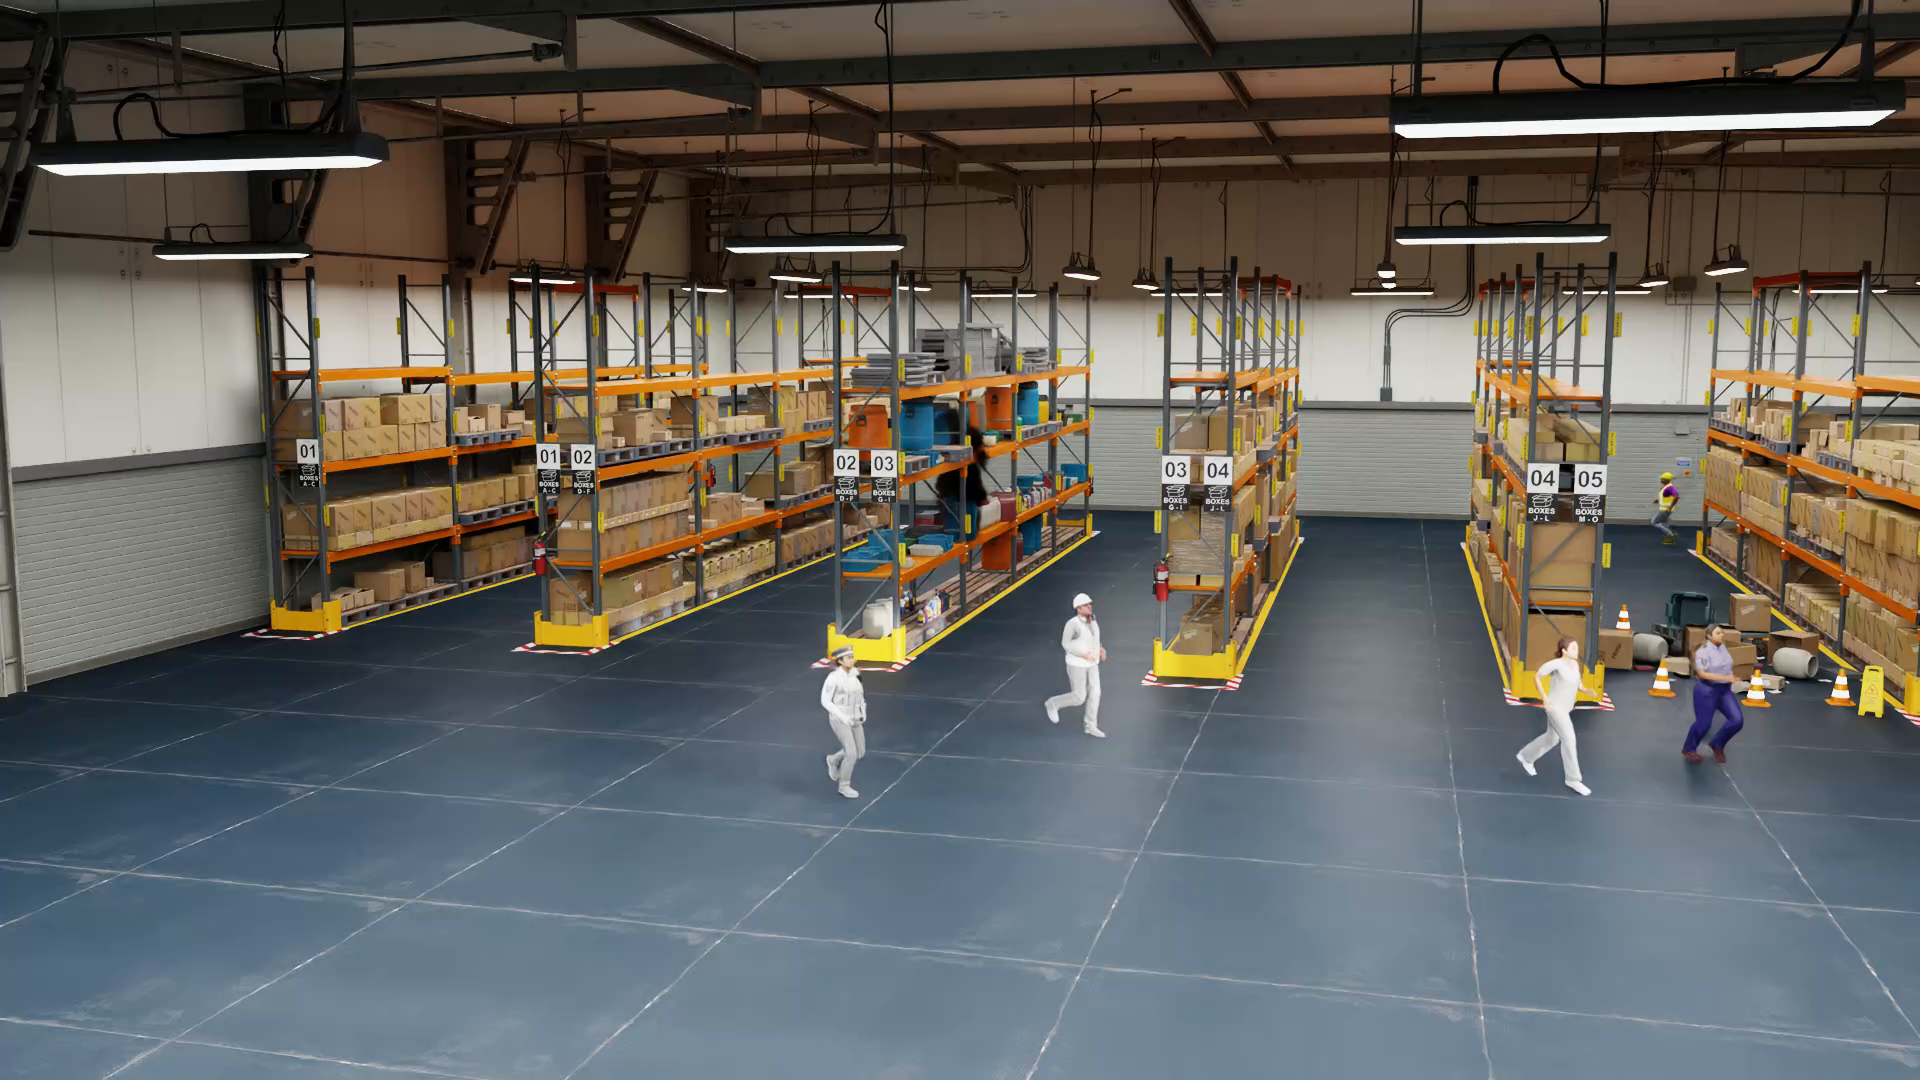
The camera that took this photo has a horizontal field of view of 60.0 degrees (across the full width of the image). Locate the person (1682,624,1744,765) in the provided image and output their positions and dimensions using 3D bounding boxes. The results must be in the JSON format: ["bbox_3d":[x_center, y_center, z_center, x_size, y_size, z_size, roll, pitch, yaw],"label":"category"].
[{"bbox_3d":[8.688,1.778,19.115,0.584,1.645,0.692,-3,8,-22],"label":"person"}]

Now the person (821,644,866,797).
[{"bbox_3d":[-1.286,1.925,17.922,0.571,1.654,0.599,5,9,37],"label":"person"}]

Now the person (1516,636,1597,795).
[{"bbox_3d":[6.541,1.869,18.246,0.520,1.679,0.954,-6,10,-40],"label":"person"}]

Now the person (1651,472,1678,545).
[{"bbox_3d":[16.263,-0.718,38.380,0.561,1.700,0.778,3,8,23],"label":"person"}]

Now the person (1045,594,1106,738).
[{"bbox_3d":[1.487,1.535,20.656,0.821,1.769,0.669,7,10,43],"label":"person"}]
